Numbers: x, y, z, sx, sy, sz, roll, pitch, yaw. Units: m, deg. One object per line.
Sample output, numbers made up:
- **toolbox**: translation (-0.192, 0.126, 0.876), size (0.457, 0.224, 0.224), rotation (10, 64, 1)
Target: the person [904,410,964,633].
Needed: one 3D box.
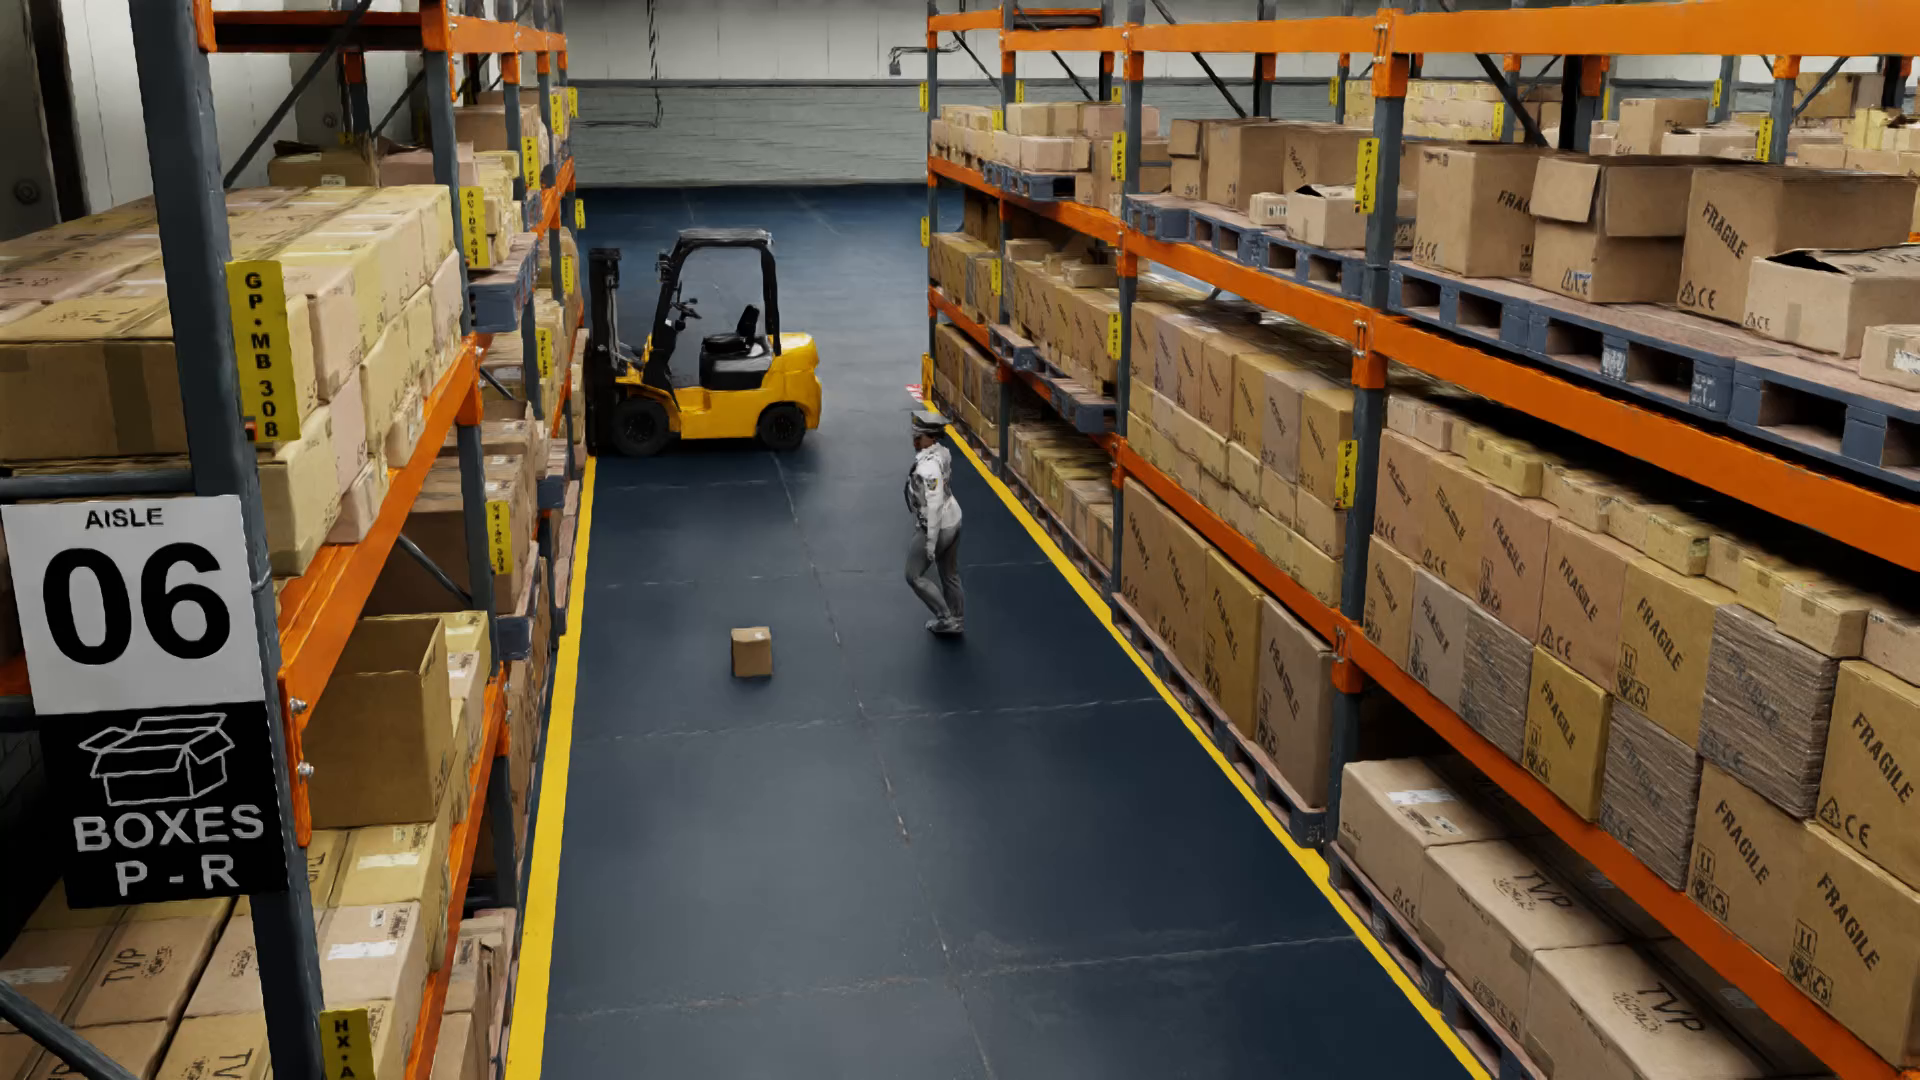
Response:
- **person**: translation (-0.179, -0.085, 11.319), size (0.390, 1.637, 0.605), rotation (4, 17, 15)
